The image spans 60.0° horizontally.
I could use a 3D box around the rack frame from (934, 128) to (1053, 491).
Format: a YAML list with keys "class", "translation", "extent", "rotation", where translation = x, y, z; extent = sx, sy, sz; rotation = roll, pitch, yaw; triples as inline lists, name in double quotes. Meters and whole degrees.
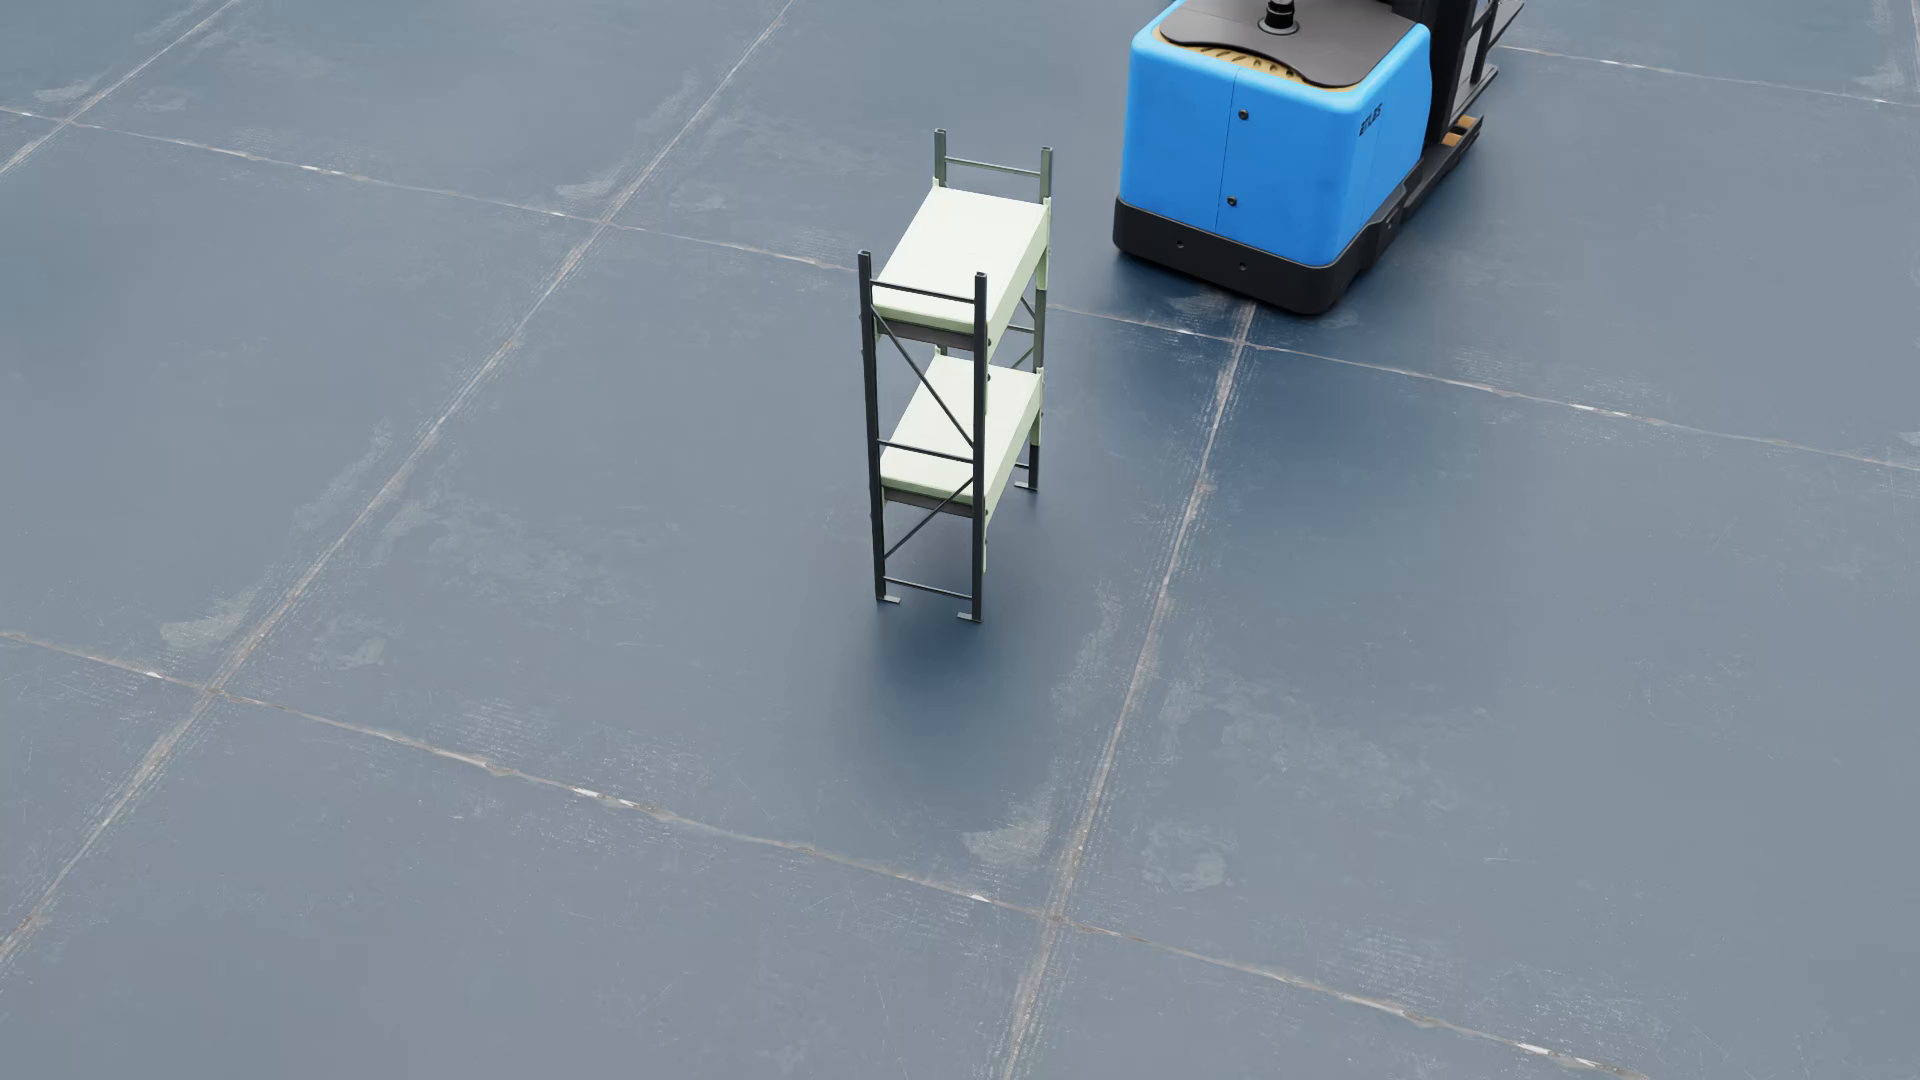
- class: "rack frame"
  translation: [0.109, -0.776, 5.970]
  extent: [0.400, 1.500, 0.023]
  rotation: [13, 46, 12]

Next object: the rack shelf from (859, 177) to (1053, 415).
- class: "rack shelf"
  translation: [-0.002, -0.811, 5.448]
  extent: [0.431, 0.370, 0.720]
  rotation: [13, 46, 12]

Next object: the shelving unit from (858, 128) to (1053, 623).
- class: "shelving unit"
  translation: [-0.002, -0.532, 5.721]
  extent: [0.431, 1.500, 0.755]
  rotation: [13, 46, 12]

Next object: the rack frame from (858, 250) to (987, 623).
- class: "rack frame"
  translation: [-0.113, -0.288, 5.472]
  extent: [0.400, 1.500, 0.023]
  rotation: [13, 46, 12]

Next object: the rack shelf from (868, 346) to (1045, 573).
- class: "rack shelf"
  translation: [-0.002, -0.299, 5.949]
  extent: [0.431, 0.370, 0.720]
  rotation: [13, 46, 12]

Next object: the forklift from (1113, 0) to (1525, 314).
- class: "forklift"
  translation: [1.915, -3.024, 7.245]
  extent: [1.130, 2.935, 3.031]
  rotation: [24, 49, 23]
